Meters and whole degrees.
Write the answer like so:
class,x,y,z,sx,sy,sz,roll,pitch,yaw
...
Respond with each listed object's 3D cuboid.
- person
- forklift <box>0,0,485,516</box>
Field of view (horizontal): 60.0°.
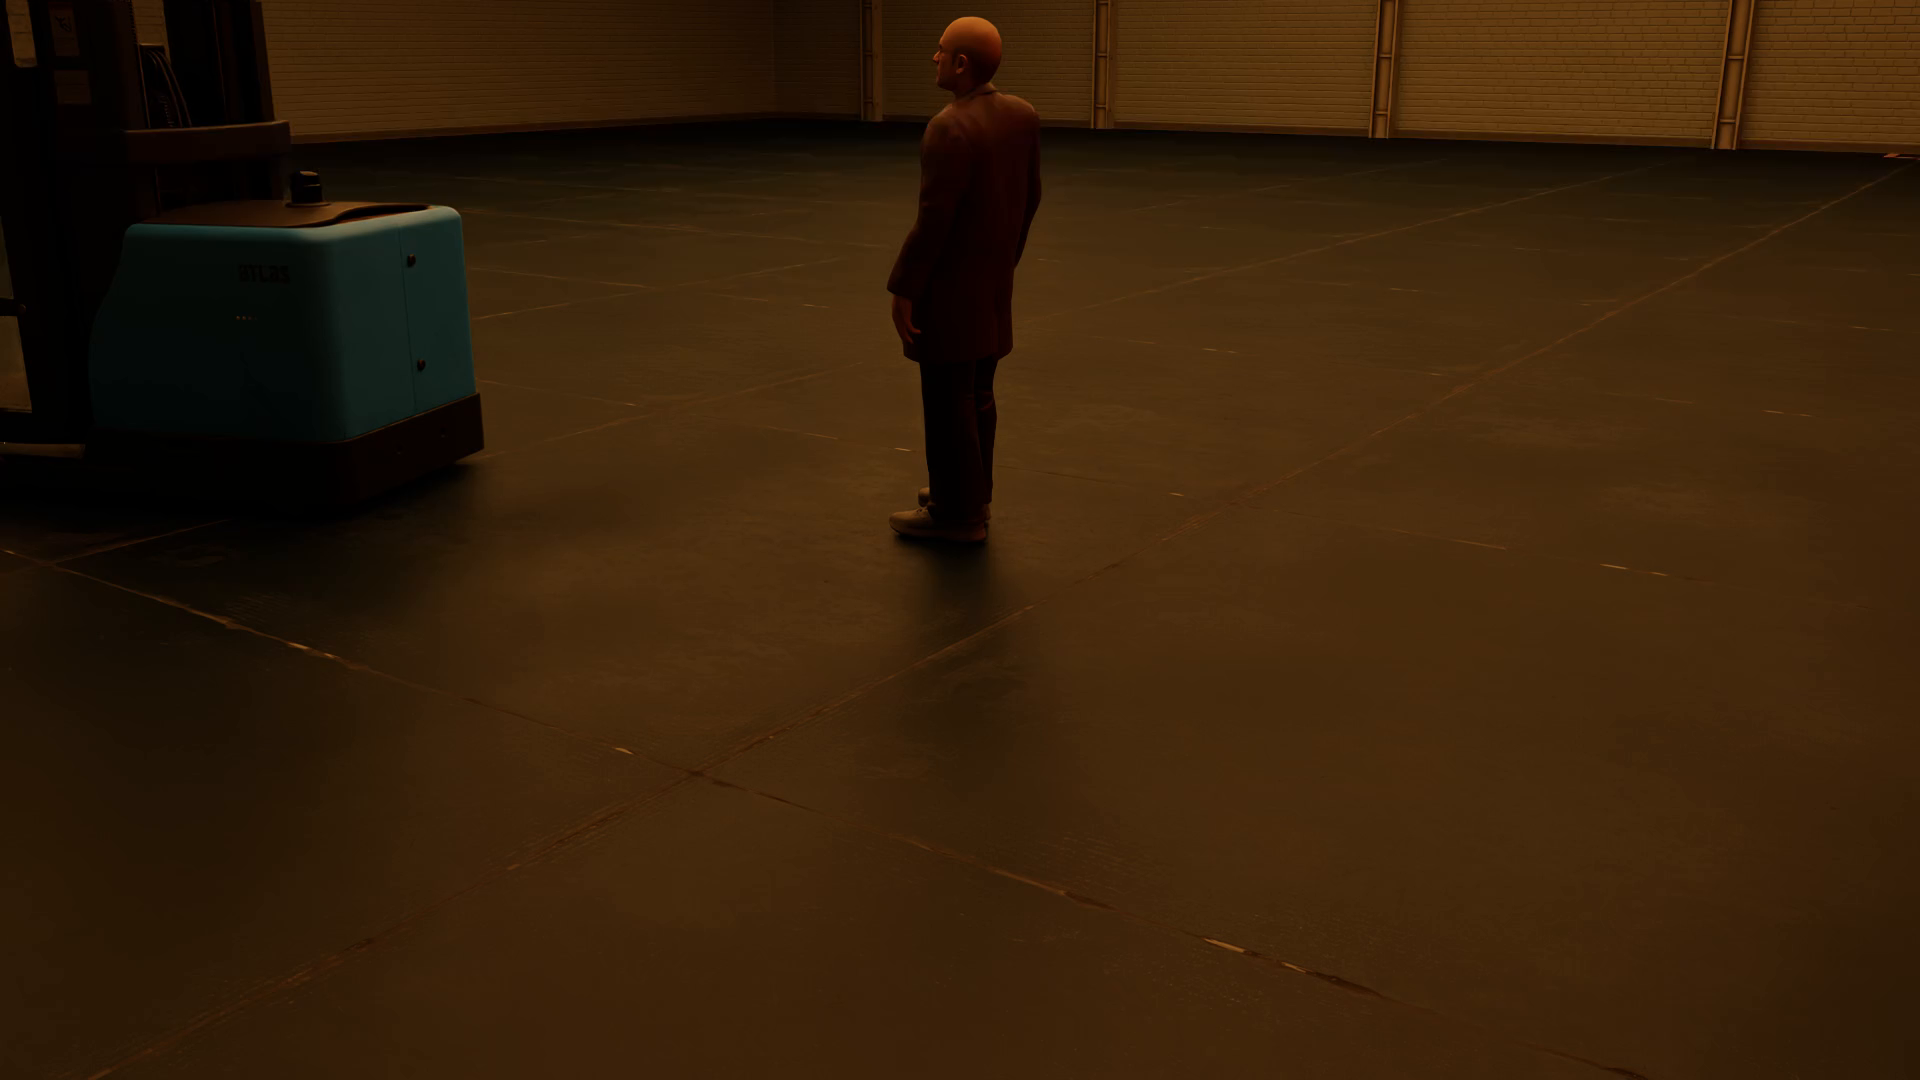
class,x,y,z,sx,sy,sz,roll,pitch,yaw
person,-0.074,-0.874,5.745,0.579,1.777,0.696,11,20,33
forklift,-3.573,-1.709,6.547,3.031,2.935,1.130,4,17,15
